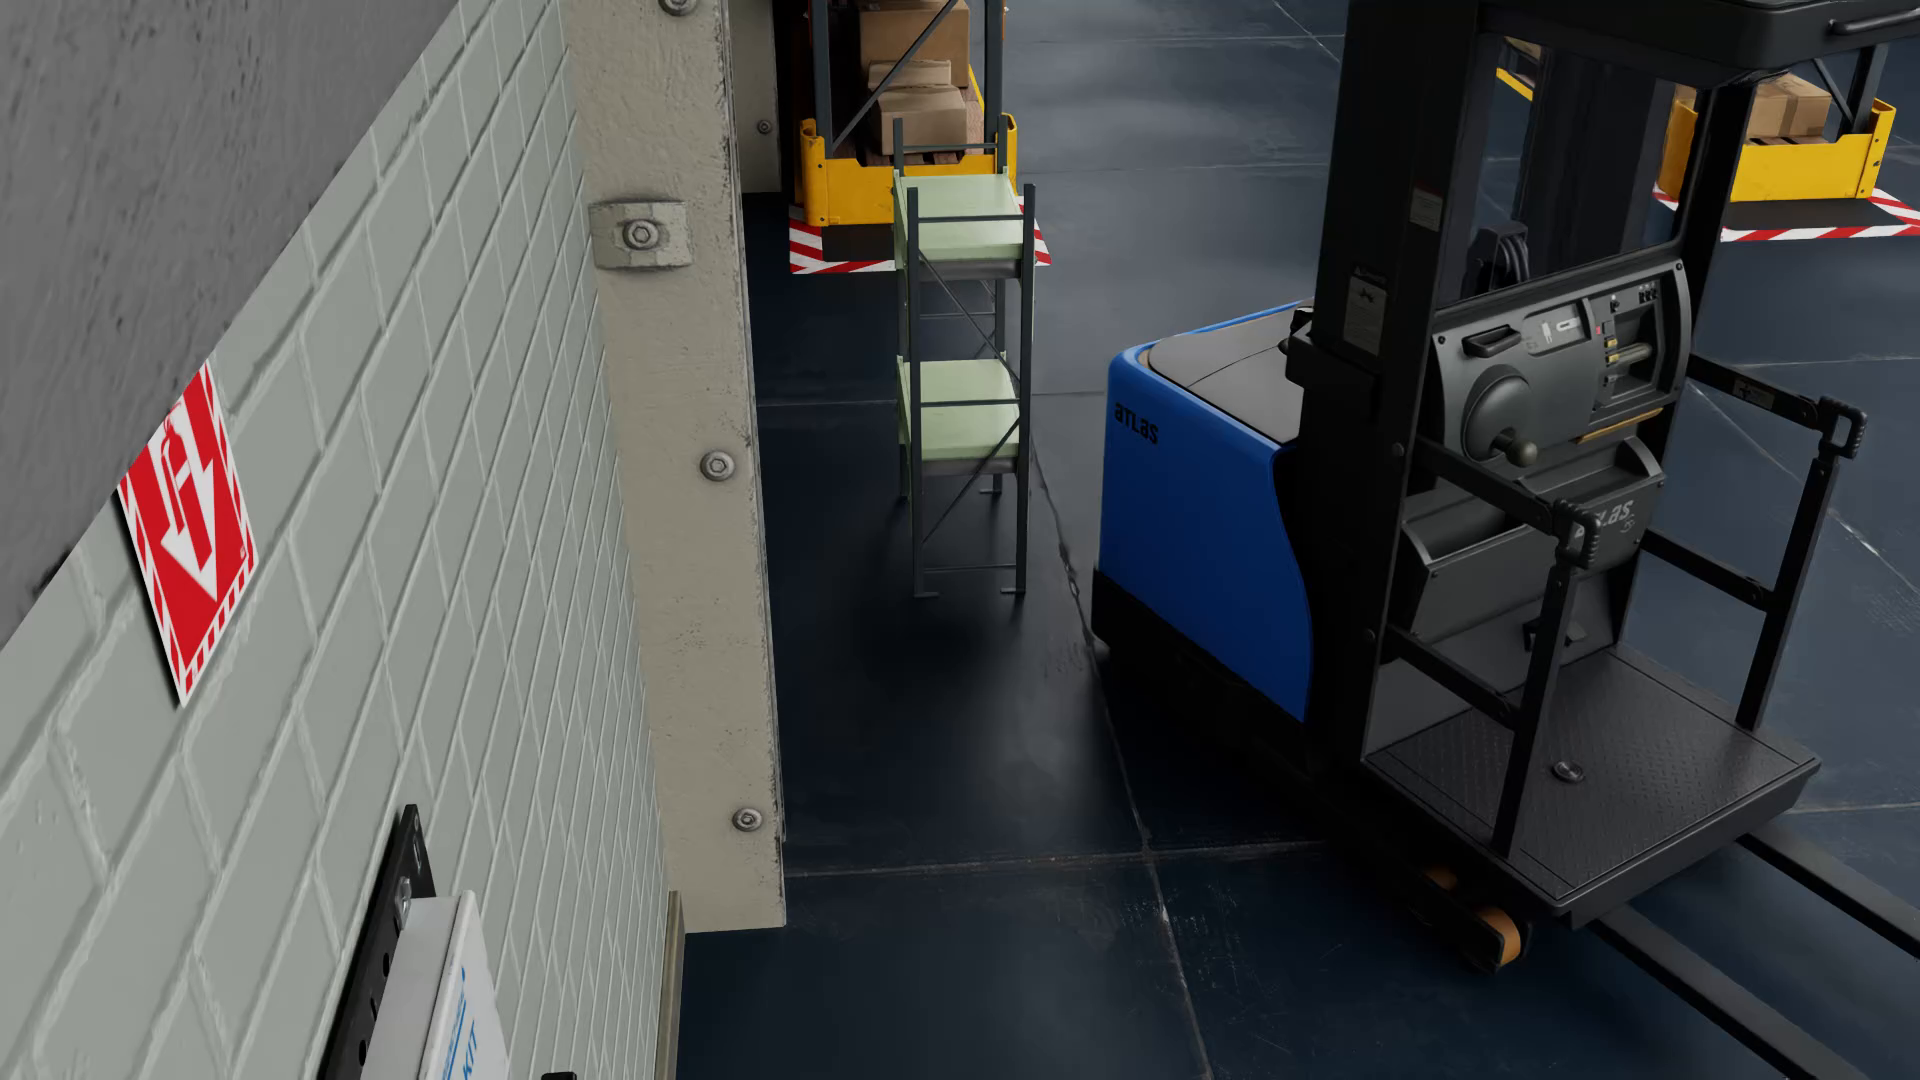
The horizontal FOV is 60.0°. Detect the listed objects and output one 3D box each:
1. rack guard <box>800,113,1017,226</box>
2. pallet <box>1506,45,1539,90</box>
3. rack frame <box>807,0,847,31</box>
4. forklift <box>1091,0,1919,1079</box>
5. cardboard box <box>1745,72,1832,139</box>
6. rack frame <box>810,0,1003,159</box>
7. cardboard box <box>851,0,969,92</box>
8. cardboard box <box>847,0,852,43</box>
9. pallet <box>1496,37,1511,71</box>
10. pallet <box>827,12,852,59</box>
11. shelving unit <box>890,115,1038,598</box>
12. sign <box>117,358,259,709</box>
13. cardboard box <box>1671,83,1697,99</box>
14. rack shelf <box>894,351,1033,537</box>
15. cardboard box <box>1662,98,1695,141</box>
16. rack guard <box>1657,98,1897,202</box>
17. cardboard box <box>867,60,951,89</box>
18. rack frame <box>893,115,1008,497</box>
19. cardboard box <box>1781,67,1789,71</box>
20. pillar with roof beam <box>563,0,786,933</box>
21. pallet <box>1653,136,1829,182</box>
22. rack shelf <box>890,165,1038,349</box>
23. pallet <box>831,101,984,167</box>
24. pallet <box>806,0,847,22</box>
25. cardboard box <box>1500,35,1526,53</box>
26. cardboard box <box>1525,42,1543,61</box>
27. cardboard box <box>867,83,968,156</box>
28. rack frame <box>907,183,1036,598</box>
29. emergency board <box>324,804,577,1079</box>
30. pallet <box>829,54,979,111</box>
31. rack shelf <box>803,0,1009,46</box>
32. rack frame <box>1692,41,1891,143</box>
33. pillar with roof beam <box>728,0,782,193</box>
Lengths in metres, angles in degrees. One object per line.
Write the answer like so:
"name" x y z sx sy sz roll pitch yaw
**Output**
"rack guard" -0.284 -2.050 9.194 1.175 0.500 0.348 -3 31 -5
"pallet" 4.431 -3.136 11.294 1.003 0.211 1.213 -3 31 -5
"rack frame" -0.651 -5.126 11.907 1.000 3.000 0.127 -3 31 -5
"forklift" 1.655 -0.409 4.076 1.130 2.935 3.031 -18 35 -27
"cardboard box" 4.826 -2.608 9.962 0.500 0.250 0.500 -3 31 -5
"rack frame" -0.277 -3.084 8.488 1.000 3.000 0.127 -3 31 -5
"cardboard box" -0.324 -3.225 10.733 0.700 0.500 0.500 -5 31 -8
"cardboard box" -0.514 -3.714 11.551 0.500 0.500 0.500 -5 31 -8
"pallet" 4.313 -3.760 12.340 1.003 0.211 1.213 -3 31 -5
"pallet" -0.553 -3.588 12.051 1.003 0.211 1.213 -3 31 -5
"shelving unit" 0.001 -0.640 5.860 0.431 1.500 0.755 -3 31 -5
"sign" -0.549 -0.059 1.164 0.001 0.298 0.199 -3 31 -5
"cardboard box" 4.308 -2.905 9.728 0.500 0.500 0.500 -3 31 -5
"rack shelf" 0.001 -0.361 6.027 0.431 0.370 0.720 -3 31 -5
"cardboard box" 4.310 -2.583 9.921 0.500 0.250 0.500 -3 31 -5
"rack guard" 4.657 -2.238 9.509 1.175 0.500 0.348 -3 31 -5
"cardboard box" -0.305 -2.767 10.151 0.500 0.311 0.500 0 31 0
"rack frame" -0.034 -0.827 6.173 0.400 1.500 0.023 -3 31 -5
"cardboard box" 4.777 -3.185 10.197 0.500 0.500 0.500 -3 31 -5
"pillar with roof beam" 3.643 -3.118 2.695 9.100 9.000 0.400 -3 31 -5
"pallet" 4.541 -2.515 10.254 1.003 0.211 1.213 -3 31 -5
"rack shelf" 0.001 -0.976 5.660 0.431 0.370 0.720 -3 31 -5
"pallet" -0.325 -2.342 9.965 1.003 0.211 1.213 -3 31 -5
"pallet" -0.725 -4.327 13.288 1.003 0.211 1.213 -3 31 -5
"cardboard box" 4.106 -3.603 11.629 0.500 0.250 0.500 -3 31 -5
"cardboard box" 4.158 -3.348 11.202 0.500 0.250 0.500 -3 31 -5
"cardboard box" -0.252 -2.476 9.663 0.500 0.311 0.500 -6 31 -10
"rack frame" 0.035 -0.454 5.547 0.400 1.500 0.023 -3 31 -5
"emergency board" -0.450 0.927 1.773 0.194 1.169 0.643 -3 31 -5
"pallet" -0.436 -2.964 11.006 1.003 0.211 1.213 -3 31 -5
"rack shelf" -0.464 -3.796 10.382 1.077 0.370 4.000 -3 31 -5
"rack frame" 4.655 -3.323 8.889 1.000 3.000 0.127 -3 31 -5
"pillar with roof beam" 3.082 -6.182 7.824 9.100 9.000 0.400 -3 31 -5
